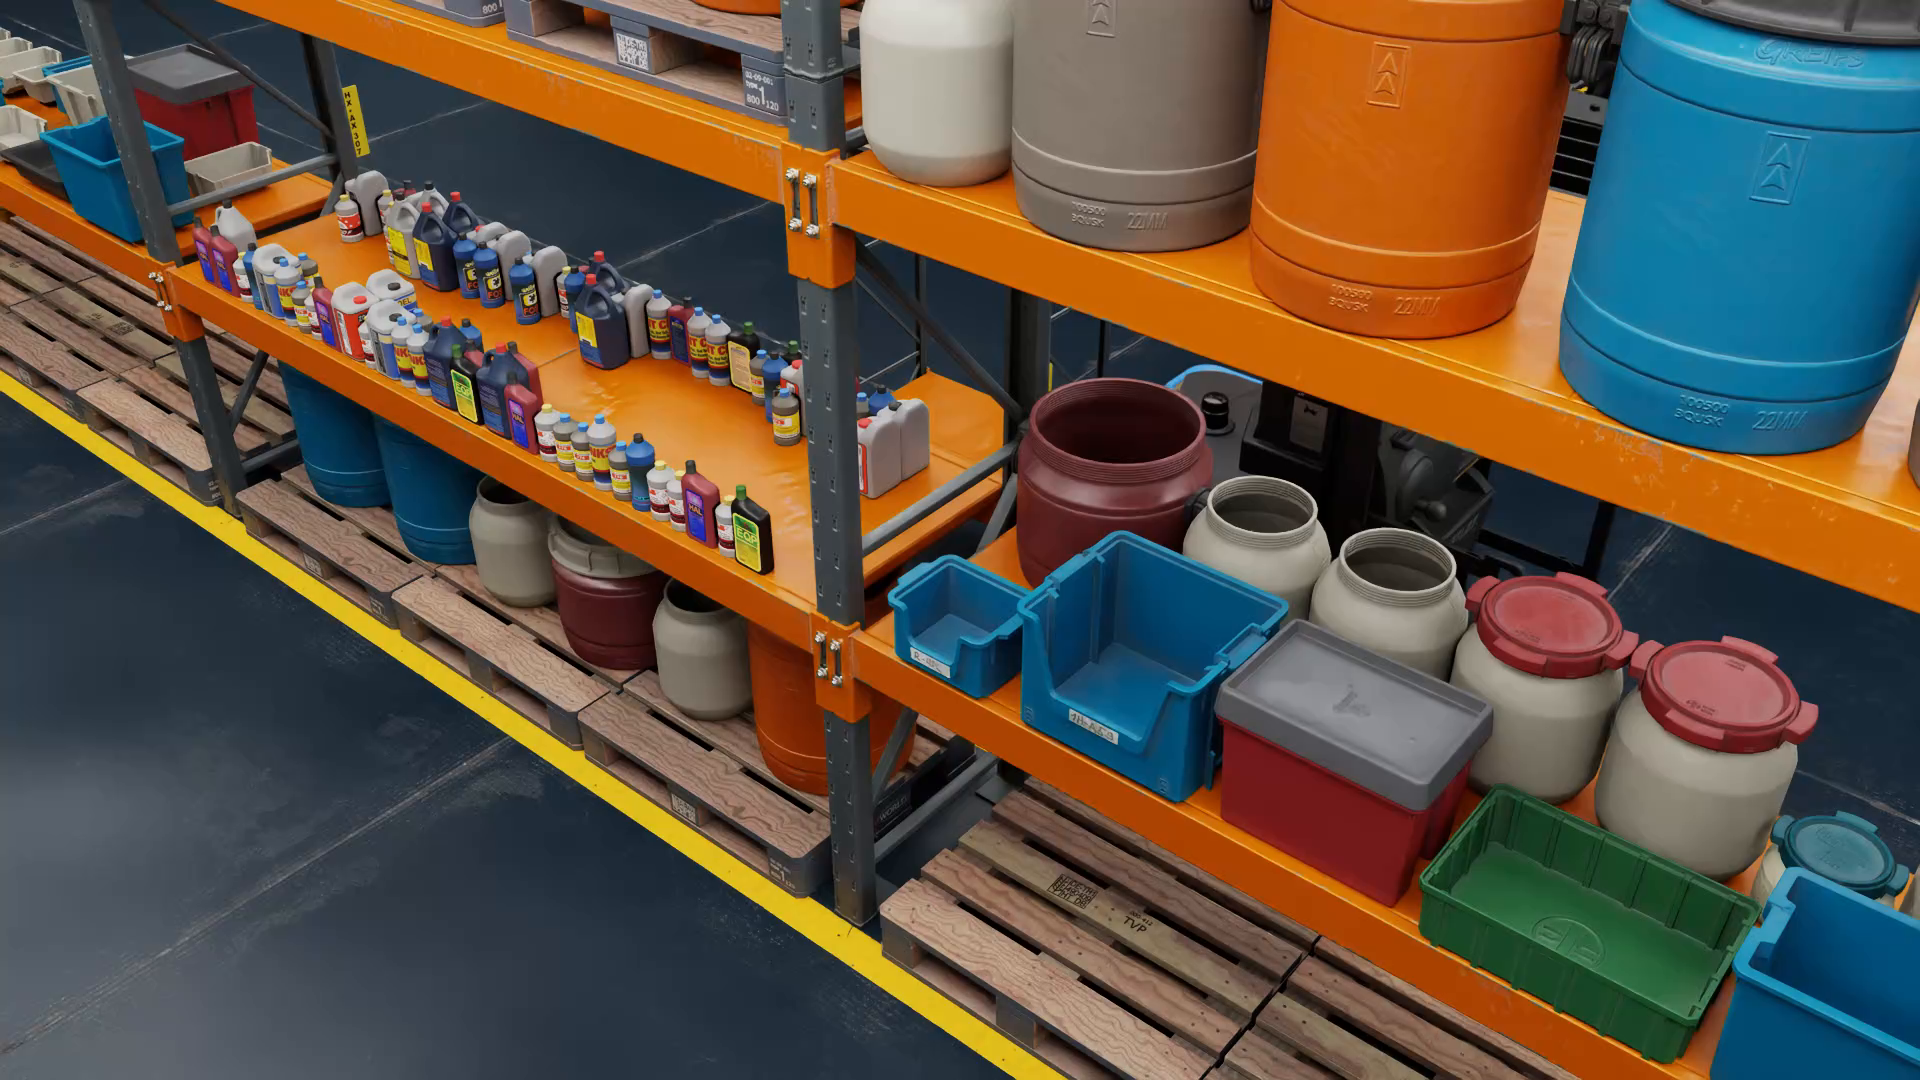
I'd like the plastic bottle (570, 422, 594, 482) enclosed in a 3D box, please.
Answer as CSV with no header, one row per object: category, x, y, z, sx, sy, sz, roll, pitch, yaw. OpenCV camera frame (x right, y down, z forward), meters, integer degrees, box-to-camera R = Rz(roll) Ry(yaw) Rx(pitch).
plastic bottle,-1.286,-0.311,5.728,0.097,0.201,0.097,0,34,0

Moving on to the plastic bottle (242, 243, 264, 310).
plastic bottle,-2.861,-1.082,6.790,0.097,0.271,0.097,0,34,0

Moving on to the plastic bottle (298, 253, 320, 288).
plastic bottle,-2.689,-1.084,6.854,0.097,0.201,0.097,0,34,0

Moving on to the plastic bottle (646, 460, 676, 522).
plastic bottle,-0.986,-0.170,5.523,0.097,0.201,0.097,0,34,0

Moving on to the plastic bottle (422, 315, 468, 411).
plastic bottle,-1.876,-0.668,6.116,0.185,0.351,0.144,25,42,32

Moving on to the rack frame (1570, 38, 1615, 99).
rack frame,3.096,-2.277,8.416,0.127,3.000,1.000,25,42,32

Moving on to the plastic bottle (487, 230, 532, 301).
plastic bottle,-1.866,-1.154,6.890,0.135,0.276,0.152,25,42,32

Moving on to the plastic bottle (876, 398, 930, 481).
plastic bottle,-0.199,-0.368,5.746,0.135,0.276,0.152,25,42,32

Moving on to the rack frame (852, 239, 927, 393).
rack frame,-0.325,-0.771,7.549,0.032,1.500,0.500,25,42,32

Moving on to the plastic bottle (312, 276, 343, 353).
plastic bottle,-2.456,-0.883,6.489,0.133,0.283,0.061,25,42,32

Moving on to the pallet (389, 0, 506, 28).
pallet,-1.609,-2.079,5.644,1.213,0.211,1.003,25,42,32

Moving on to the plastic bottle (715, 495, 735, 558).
plastic bottle,-0.734,-0.051,5.350,0.097,0.201,0.097,0,34,0

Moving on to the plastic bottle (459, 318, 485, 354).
plastic bottle,-1.832,-0.703,6.238,0.097,0.271,0.097,0,34,0

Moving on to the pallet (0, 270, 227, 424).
pallet,-4.679,-1.113,9.184,1.213,0.211,1.003,25,42,32

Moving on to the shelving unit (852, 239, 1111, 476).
shelving unit,0.059,-0.591,7.285,1.083,1.500,0.587,25,42,32

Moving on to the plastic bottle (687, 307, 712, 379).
plastic bottle,-0.981,-0.755,6.314,0.097,0.271,0.097,0,34,0

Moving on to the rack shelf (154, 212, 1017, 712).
rack shelf,-1.610,-0.550,6.537,4.000,0.370,1.077,25,42,32

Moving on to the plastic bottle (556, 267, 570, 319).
plastic bottle,-1.581,-1.009,6.745,0.097,0.201,0.097,0,34,0

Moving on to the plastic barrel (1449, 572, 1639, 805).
plastic barrel,1.509,0.406,4.389,0.433,0.535,0.433,0,34,0

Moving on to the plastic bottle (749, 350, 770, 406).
plastic bottle,-0.729,-0.607,6.160,0.097,0.201,0.097,0,34,0

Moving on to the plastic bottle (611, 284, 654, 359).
plastic bottle,-1.265,-0.871,6.478,0.135,0.276,0.152,25,42,32

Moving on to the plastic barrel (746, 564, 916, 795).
plastic barrel,-0.460,0.430,6.021,0.708,0.830,0.600,25,42,32

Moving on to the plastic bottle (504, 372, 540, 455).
plastic bottle,-1.536,-0.449,5.857,0.133,0.283,0.061,25,42,32

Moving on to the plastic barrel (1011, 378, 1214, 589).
plastic barrel,0.477,-0.142,5.187,0.708,0.536,0.600,25,42,32

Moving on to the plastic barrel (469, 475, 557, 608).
plastic barrel,-1.819,-0.014,6.948,0.421,0.512,0.421,0,34,0

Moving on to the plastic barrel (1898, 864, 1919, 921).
plastic barrel,2.406,0.829,3.774,0.433,0.535,0.433,0,34,0

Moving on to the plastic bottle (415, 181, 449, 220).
plastic bottle,-2.232,-1.360,7.124,0.185,0.351,0.144,25,42,32

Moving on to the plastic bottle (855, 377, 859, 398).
plastic bottle,-0.422,-0.510,5.946,0.133,0.283,0.061,25,42,32

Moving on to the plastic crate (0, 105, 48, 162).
plastic crate,-4.678,-1.987,8.174,0.466,0.136,0.293,25,42,32

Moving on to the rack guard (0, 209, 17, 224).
rack guard,-6.248,-1.992,10.210,0.348,0.500,1.175,25,42,32

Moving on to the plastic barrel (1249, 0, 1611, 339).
plastic barrel,0.922,-0.907,3.392,0.708,0.830,0.600,25,42,32

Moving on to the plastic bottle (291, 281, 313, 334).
plastic bottle,-2.608,-0.934,6.636,0.097,0.201,0.097,0,34,0

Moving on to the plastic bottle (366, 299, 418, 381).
plastic bottle,-2.146,-0.767,6.327,0.135,0.276,0.152,25,42,32

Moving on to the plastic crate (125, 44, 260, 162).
plastic crate,-3.673,-2.055,7.983,0.583,0.464,0.402,25,42,32

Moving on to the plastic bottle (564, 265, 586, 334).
plastic bottle,-1.517,-0.963,6.617,0.097,0.271,0.097,0,34,0

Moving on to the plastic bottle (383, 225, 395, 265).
plastic bottle,-2.422,-1.294,7.159,0.097,0.201,0.097,0,34,0

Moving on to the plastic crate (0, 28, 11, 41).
plastic crate,-5.479,-2.719,9.240,0.243,0.136,0.396,25,42,32

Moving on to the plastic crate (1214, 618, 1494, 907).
plastic crate,0.973,0.570,4.214,0.583,0.464,0.402,25,42,32

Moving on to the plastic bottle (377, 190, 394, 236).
plastic bottle,-2.531,-1.457,7.397,0.097,0.201,0.097,0,34,0

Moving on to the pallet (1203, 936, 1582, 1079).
pallet,1.431,1.767,4.991,1.213,0.211,1.003,25,42,32

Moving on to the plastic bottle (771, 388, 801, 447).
plastic bottle,-0.620,-0.444,5.923,0.097,0.201,0.097,0,34,0

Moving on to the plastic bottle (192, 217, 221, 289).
plastic bottle,-3.139,-1.204,6.957,0.133,0.283,0.061,25,42,32

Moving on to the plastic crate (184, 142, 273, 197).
plastic crate,-3.414,-1.718,7.782,0.243,0.136,0.396,25,42,32

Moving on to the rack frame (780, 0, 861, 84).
rack frame,-0.073,-2.595,3.580,0.127,3.000,1.000,25,42,32

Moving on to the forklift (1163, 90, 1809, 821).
forklift,1.835,-0.335,5.649,3.031,2.935,1.130,25,42,32

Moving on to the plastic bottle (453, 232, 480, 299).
plastic bottle,-2.035,-1.140,6.874,0.097,0.271,0.097,0,34,0

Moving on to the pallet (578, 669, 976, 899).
pallet,-0.706,0.760,6.457,1.213,0.211,1.003,25,42,32

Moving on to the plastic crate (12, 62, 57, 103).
plastic crate,-4.796,-2.419,8.802,0.250,0.136,0.298,25,42,32
